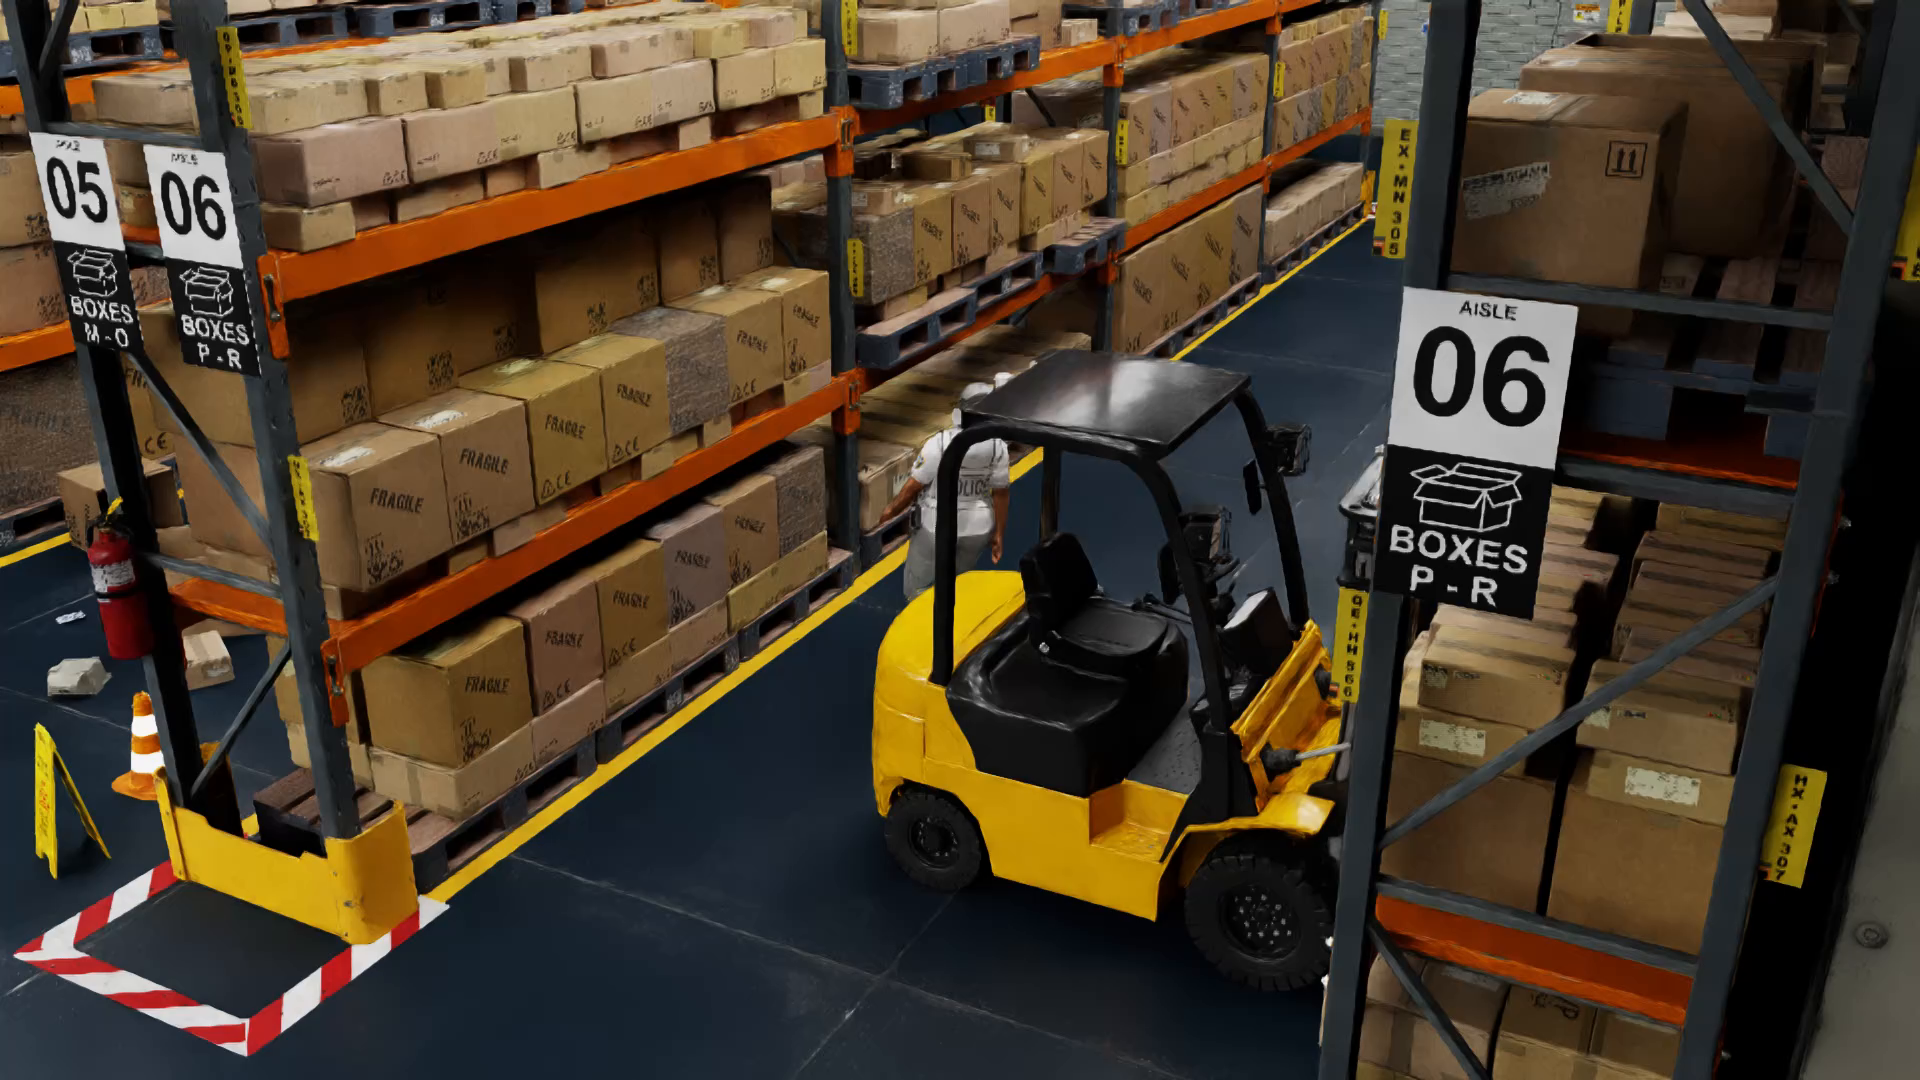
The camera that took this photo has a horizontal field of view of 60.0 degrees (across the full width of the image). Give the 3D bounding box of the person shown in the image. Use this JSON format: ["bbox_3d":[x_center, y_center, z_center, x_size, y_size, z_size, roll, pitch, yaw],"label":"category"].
[{"bbox_3d":[-0.077,-0.062,8.796,0.567,1.641,0.633,-13,26,-28],"label":"person"}]
